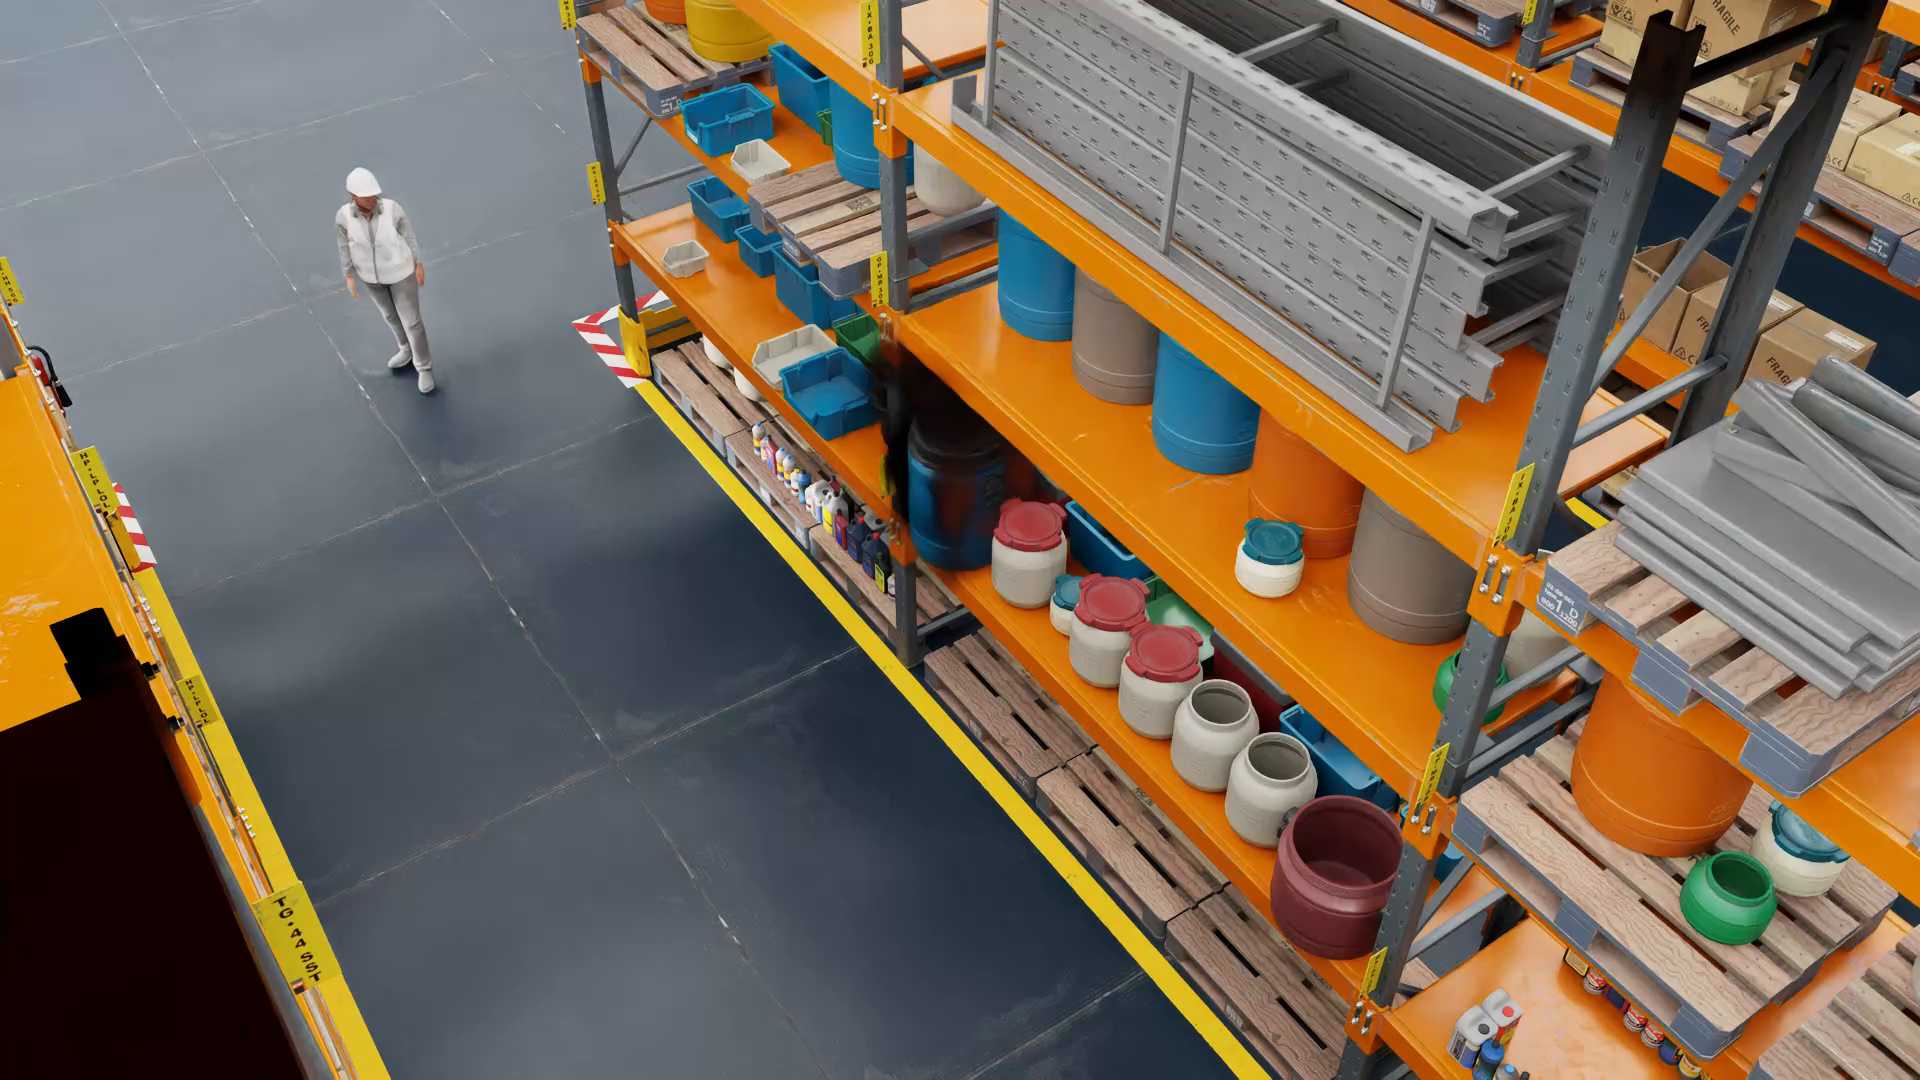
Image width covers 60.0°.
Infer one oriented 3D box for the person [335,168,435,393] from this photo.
[{"bbox_3d":[-4.384,-1.991,12.615,0.575,1.767,0.573,5,43,5],"label":"person"}]
